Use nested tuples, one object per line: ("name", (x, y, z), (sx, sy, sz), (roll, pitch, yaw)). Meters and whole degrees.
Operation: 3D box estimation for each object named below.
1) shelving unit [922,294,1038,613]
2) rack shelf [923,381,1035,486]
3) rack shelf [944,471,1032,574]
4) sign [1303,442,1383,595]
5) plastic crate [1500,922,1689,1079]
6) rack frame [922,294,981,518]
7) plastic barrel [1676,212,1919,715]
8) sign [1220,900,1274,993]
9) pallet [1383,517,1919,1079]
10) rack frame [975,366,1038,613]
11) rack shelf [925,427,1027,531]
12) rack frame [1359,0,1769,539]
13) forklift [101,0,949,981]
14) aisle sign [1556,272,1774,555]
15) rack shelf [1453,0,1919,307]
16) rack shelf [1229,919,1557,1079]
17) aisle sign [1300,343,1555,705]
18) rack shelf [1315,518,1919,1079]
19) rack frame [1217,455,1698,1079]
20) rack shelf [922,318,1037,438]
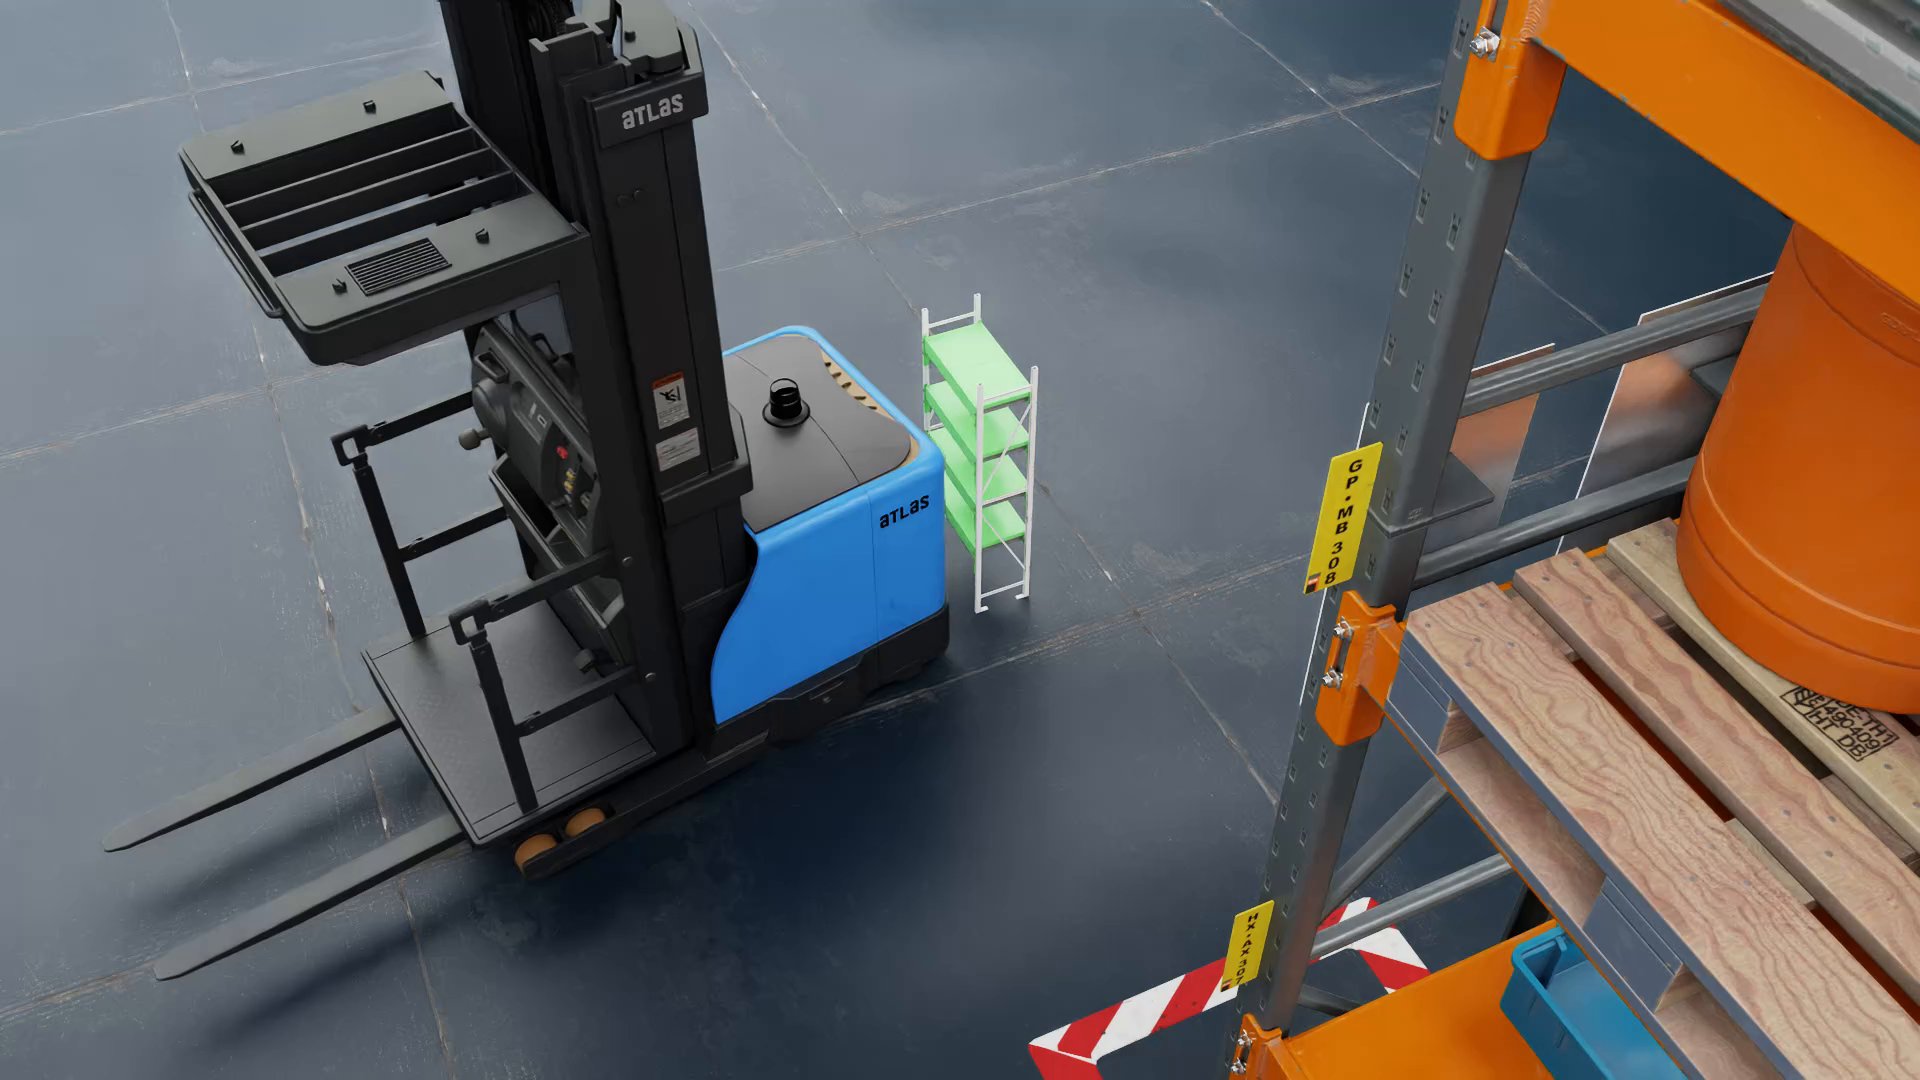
("shelving unit", (0.070, -0.322, 6.591), (0.258, 1.200, 0.503), (-18, 47, -17))
("rack shelf", (0.070, -0.447, 6.467), (0.258, 0.148, 0.480), (-18, 47, -17))
("rack shelf", (0.070, -0.105, 6.804), (0.258, 0.148, 0.480), (-18, 47, -17))
("sign", (0.660, -0.033, 2.875), (0.100, 0.325, 0.005), (-18, 47, -17))
("plastic crate", (1.643, 1.162, 3.912), (0.499, 0.251, 0.616), (-18, 47, -17))
("rack frame", (-0.033, -0.477, 6.748), (0.240, 1.200, 0.015), (-18, 47, -17))
("plastic barrel", (1.481, -0.220, 2.465), (0.600, 0.830, 0.708), (-18, 47, -17))
("sign", (0.660, 0.939, 3.834), (0.100, 0.325, 0.005), (-18, 47, -17))
("pallet", (1.420, 0.434, 2.542), (1.003, 0.211, 1.213), (-18, 47, -17))
("rack frame", (0.172, -0.166, 6.433), (0.240, 1.200, 0.015), (-18, 47, -17))
("rack shelf", (0.070, -0.276, 6.635), (0.258, 0.148, 0.480), (-18, 47, -17))
("rack frame", (1.161, -1.257, 1.986), (1.000, 3.000, 0.127), (-18, 47, -17))
("forklift", (-1.541, -0.266, 5.301), (3.031, 2.935, 1.130), (-26, 50, -24))
("aisle sign", (1.401, -0.181, 3.315), (0.394, 0.787, 0.004), (-18, 47, -17))
("rack shelf", (2.002, 0.416, 1.088), (1.077, 0.370, 4.000), (-18, 47, -17))
("rack shelf", (2.002, 2.409, 3.054), (1.077, 0.370, 4.000), (-18, 47, -17))
("aisle sign", (0.865, -0.007, 3.139), (0.394, 0.787, 0.004), (-18, 47, -17))
("rack shelf", (2.002, 1.341, 2.001), (1.077, 0.370, 4.000), (-18, 47, -17))
("rack frame", (1.161, 0.878, 4.093), (1.000, 3.000, 0.127), (-18, 47, -17))
("rack shelf", (0.070, -0.618, 6.298), (0.258, 0.148, 0.480), (-18, 47, -17))
